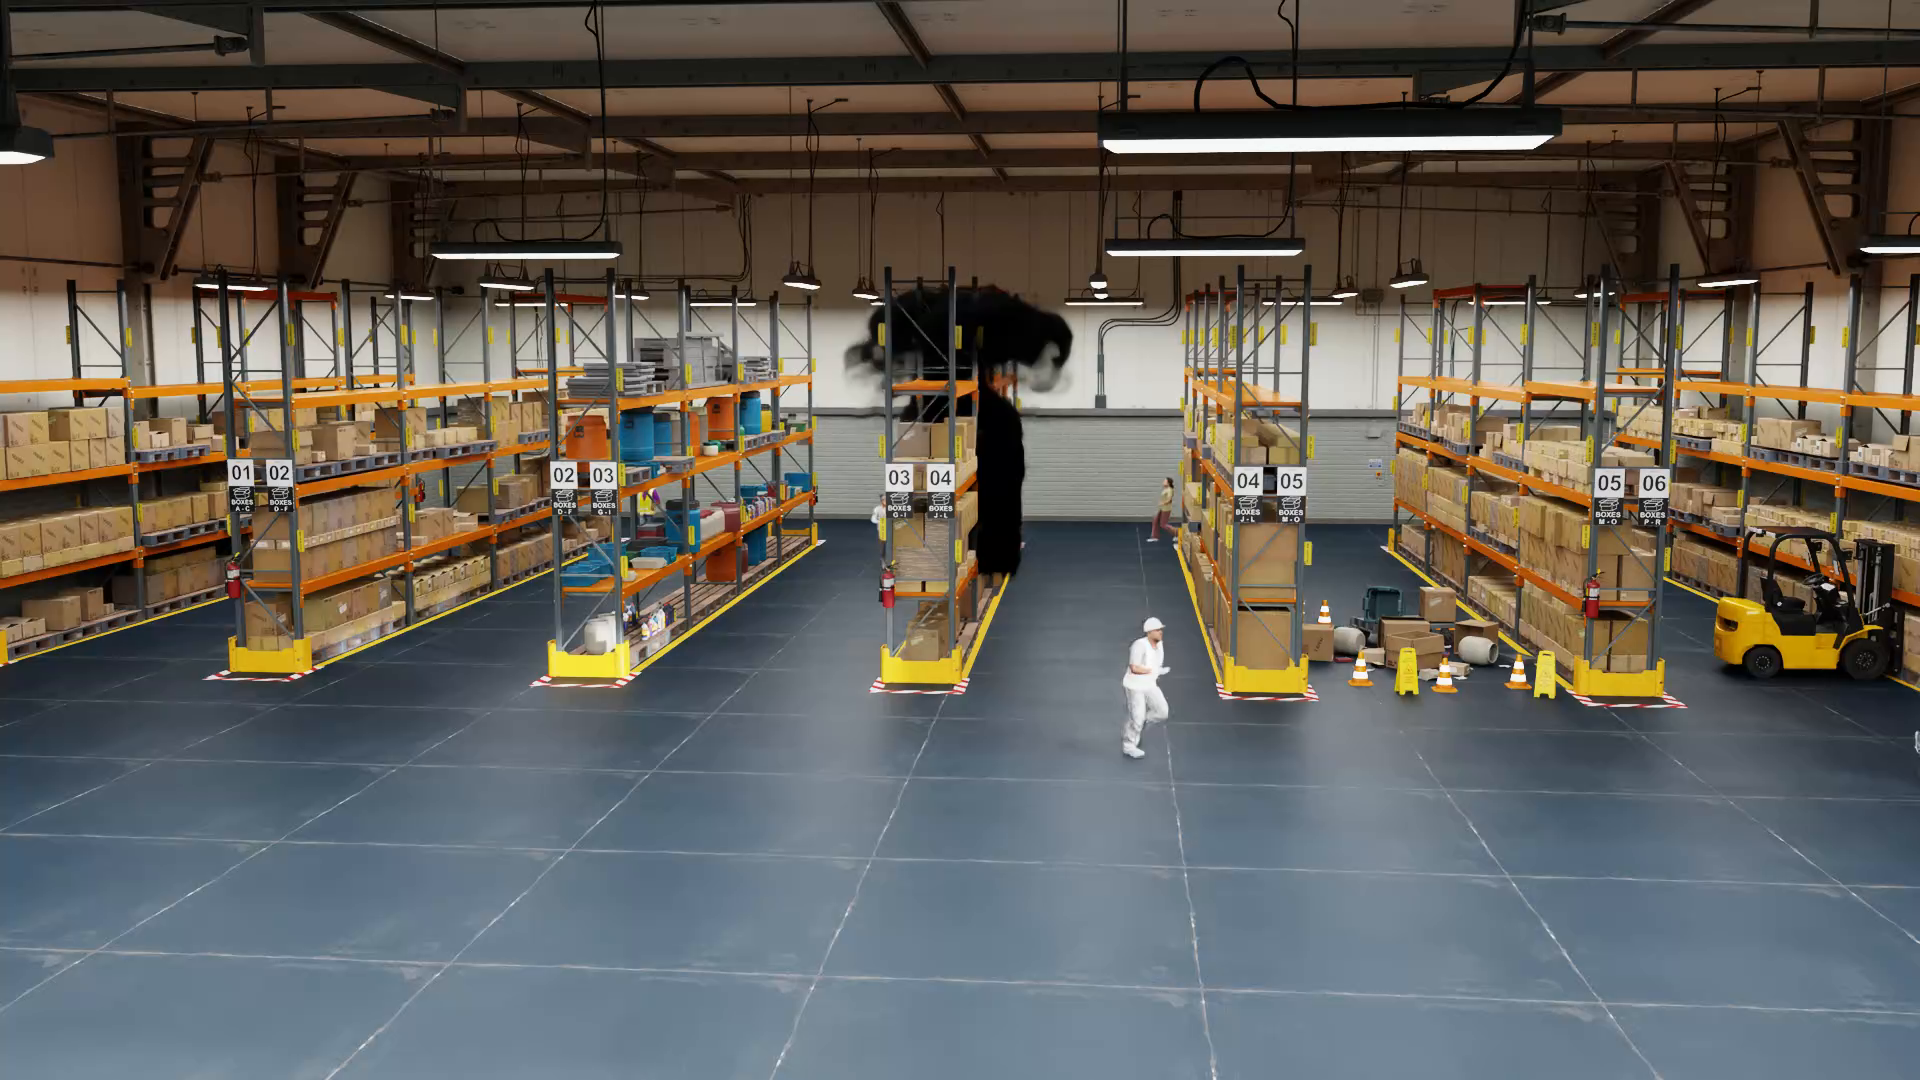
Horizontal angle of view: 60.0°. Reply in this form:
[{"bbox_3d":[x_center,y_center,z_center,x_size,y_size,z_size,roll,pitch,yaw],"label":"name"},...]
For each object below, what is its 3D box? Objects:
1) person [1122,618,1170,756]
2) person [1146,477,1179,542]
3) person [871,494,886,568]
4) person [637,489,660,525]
[{"bbox_3d":[2.241,1.754,19.731,0.667,1.707,0.742,-7,10,-43],"label":"person"},{"bbox_3d":[5.002,-0.731,40.619,0.867,1.622,0.607,0,7,3],"label":"person"},{"bbox_3d":[-1.606,-0.189,35.584,0.562,1.656,0.885,0,7,2],"label":"person"},{"bbox_3d":[-7.364,-0.584,38.895,0.712,1.767,0.921,-1,7,-8],"label":"person"}]
